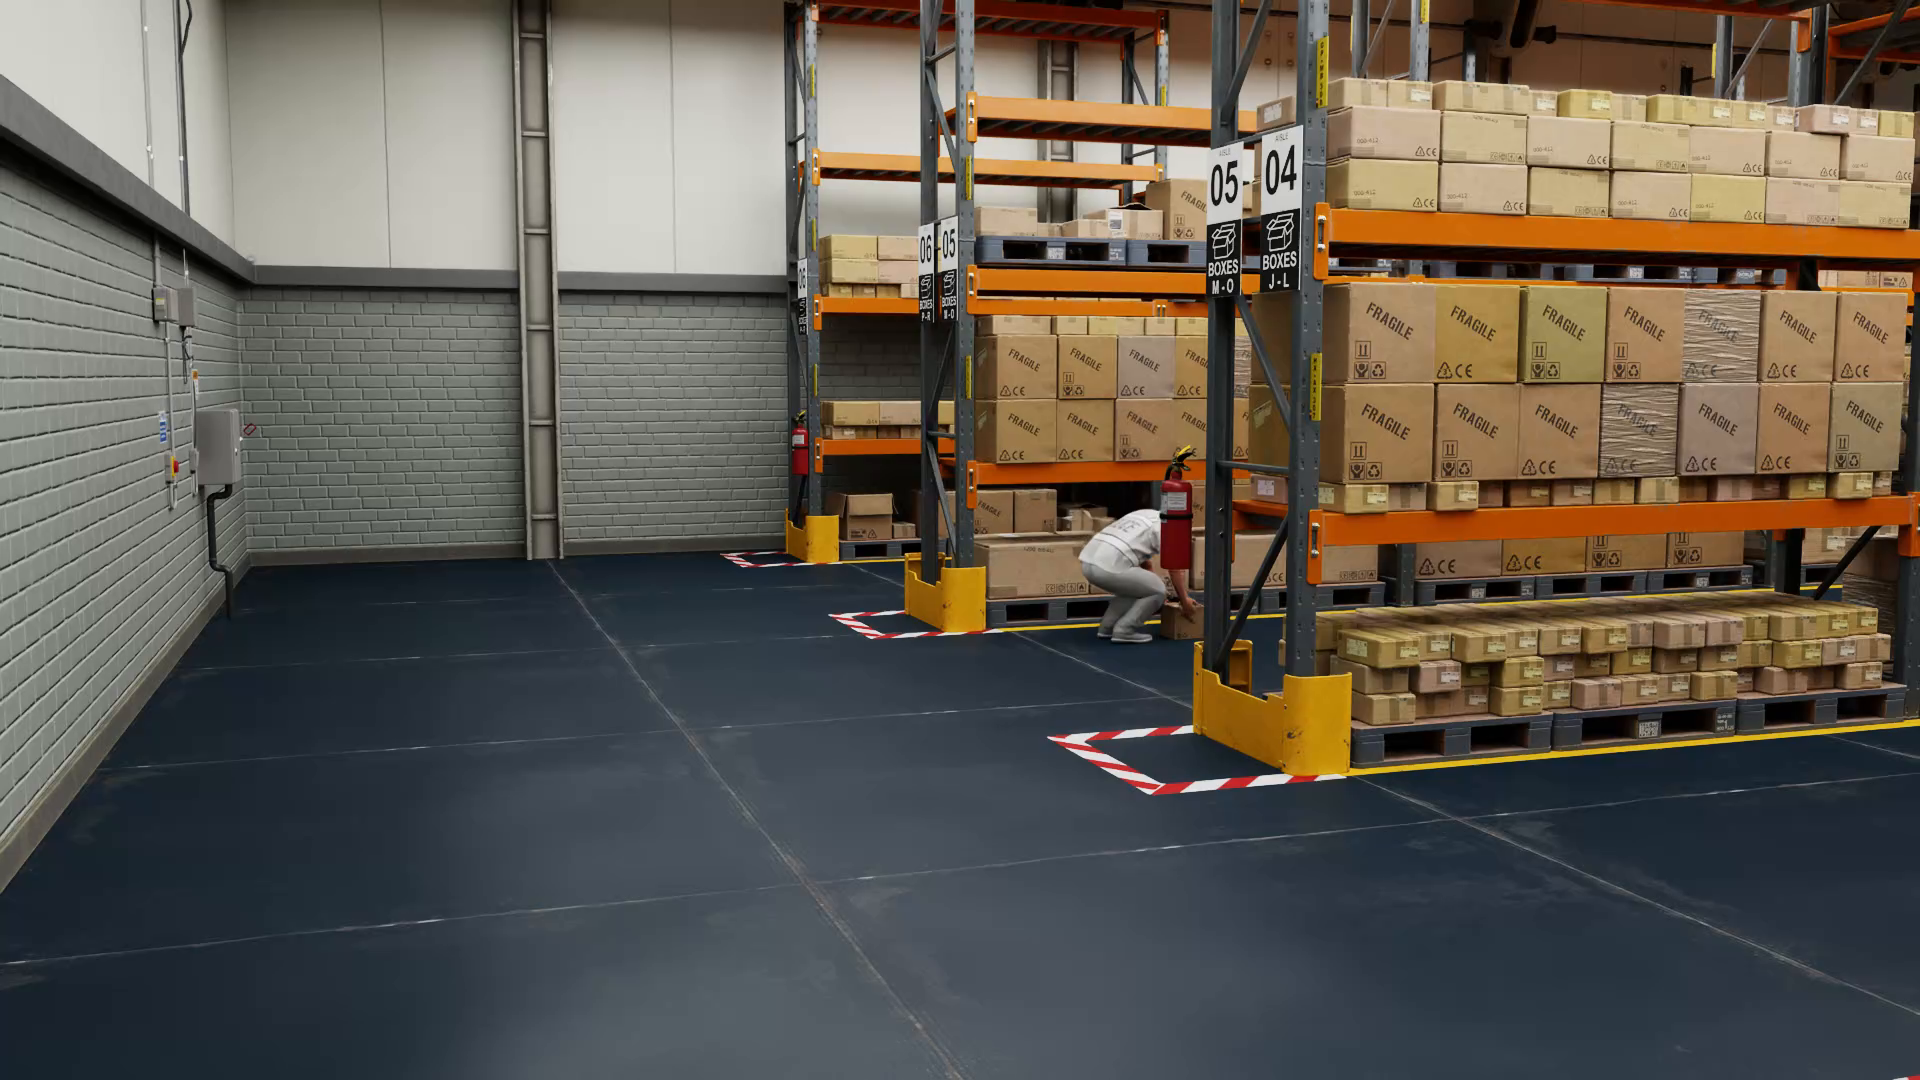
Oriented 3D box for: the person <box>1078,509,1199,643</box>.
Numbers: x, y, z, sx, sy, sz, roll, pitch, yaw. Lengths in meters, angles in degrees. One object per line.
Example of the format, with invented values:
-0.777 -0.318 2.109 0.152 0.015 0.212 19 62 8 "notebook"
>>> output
1.344 0.216 12.556 0.934 1.075 0.571 -2 6 -19 "person"
